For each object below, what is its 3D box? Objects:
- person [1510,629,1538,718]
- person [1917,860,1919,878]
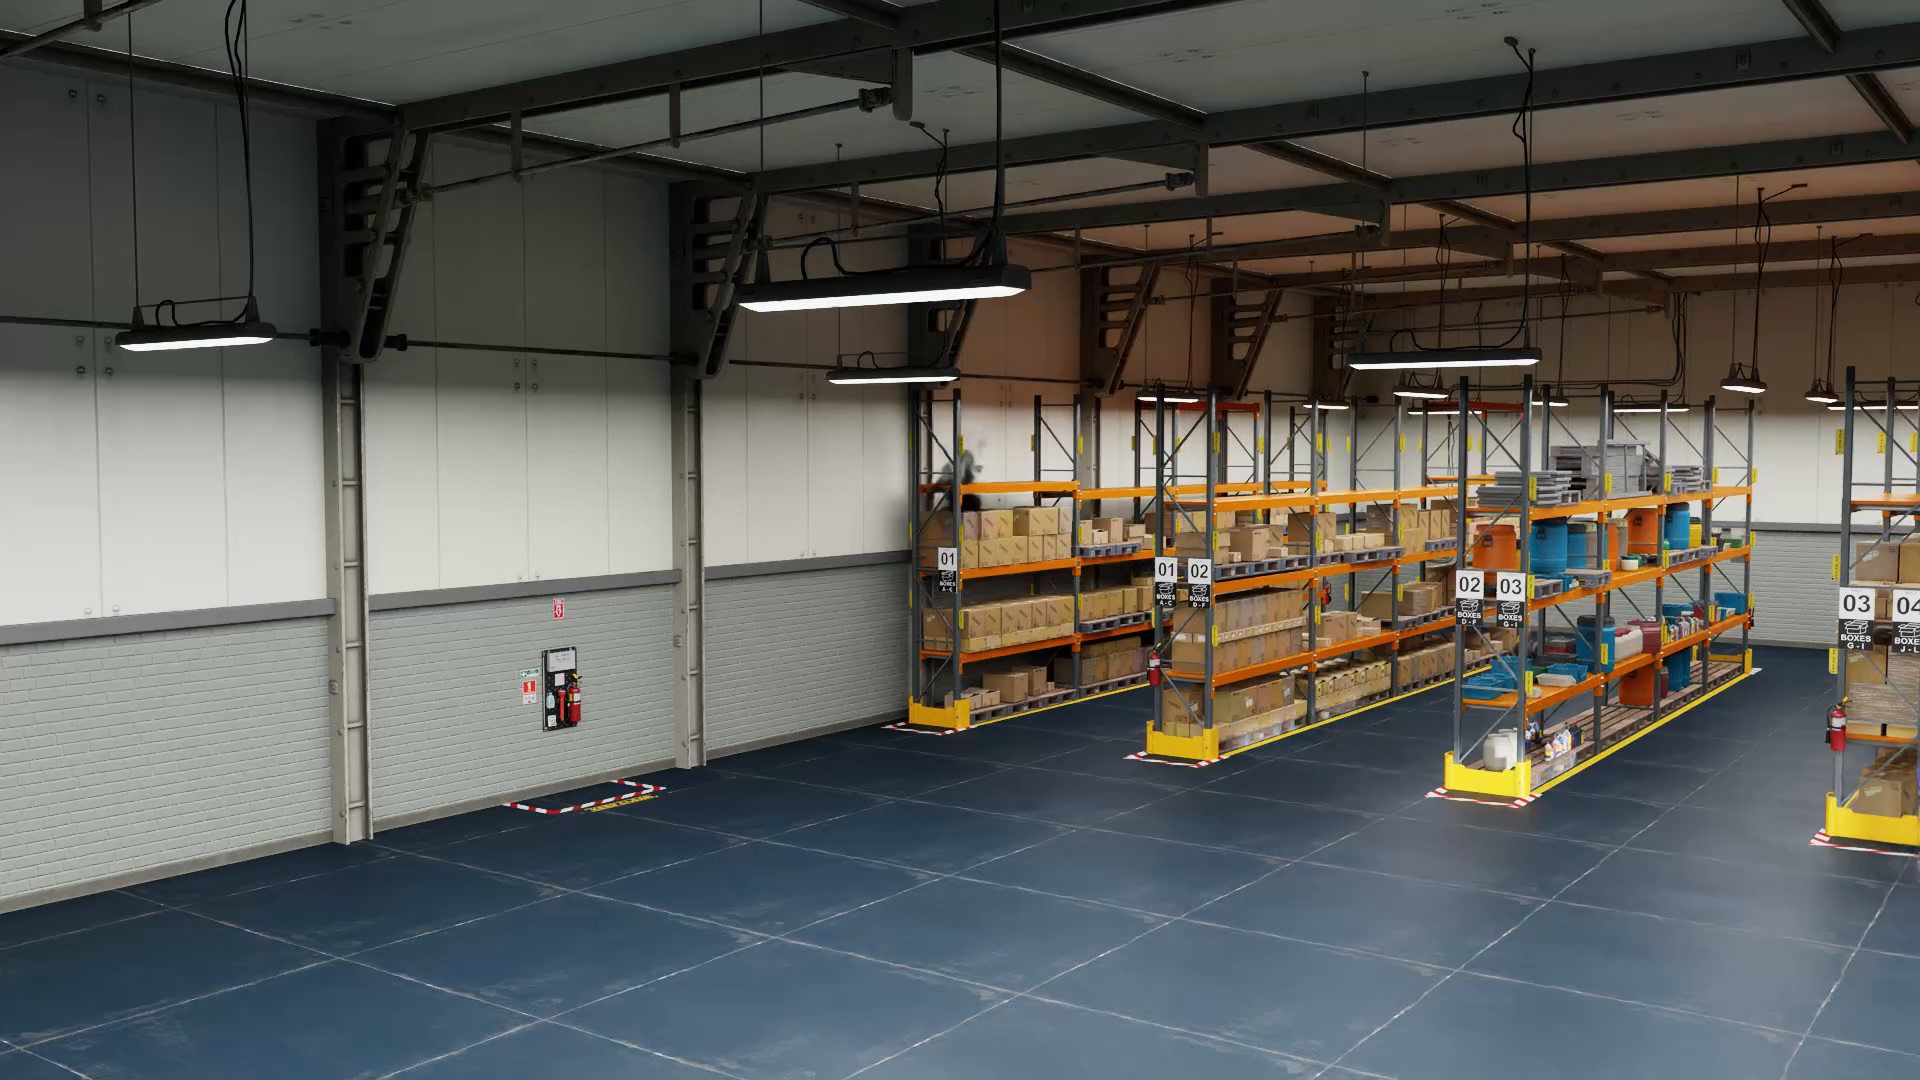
[{"bbox_3d":[10.331,2.440,30.326,0.663,1.690,0.540,3,4,39],"label":"person"},{"bbox_3d":[11.009,3.186,18.529,0.570,1.545,0.556,-1,3,-18],"label":"person"}]
